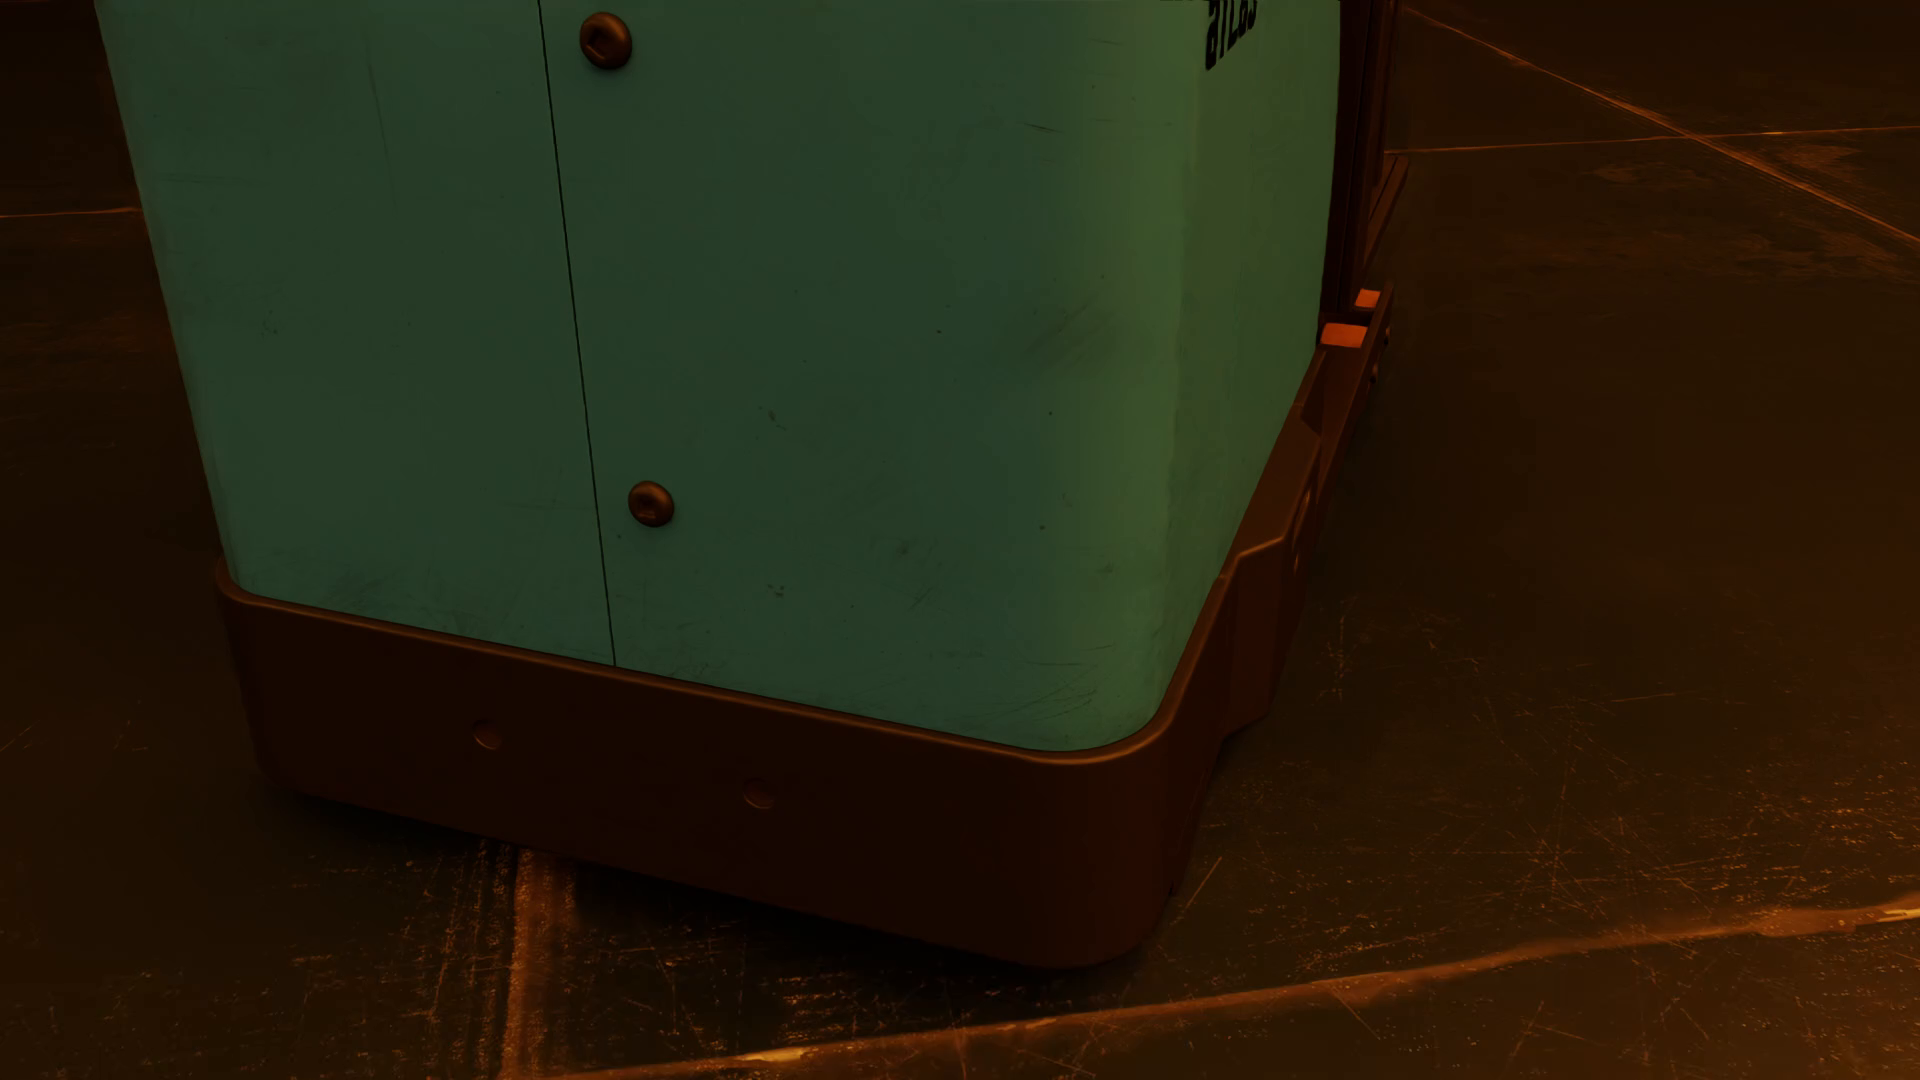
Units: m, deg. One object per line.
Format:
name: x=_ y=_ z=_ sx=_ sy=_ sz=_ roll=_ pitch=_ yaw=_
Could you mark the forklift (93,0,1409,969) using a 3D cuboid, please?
forklift: x=0.162 y=-1.561 z=2.314 sx=1.130 sy=2.935 sz=3.031 roll=9 pitch=29 yaw=17
